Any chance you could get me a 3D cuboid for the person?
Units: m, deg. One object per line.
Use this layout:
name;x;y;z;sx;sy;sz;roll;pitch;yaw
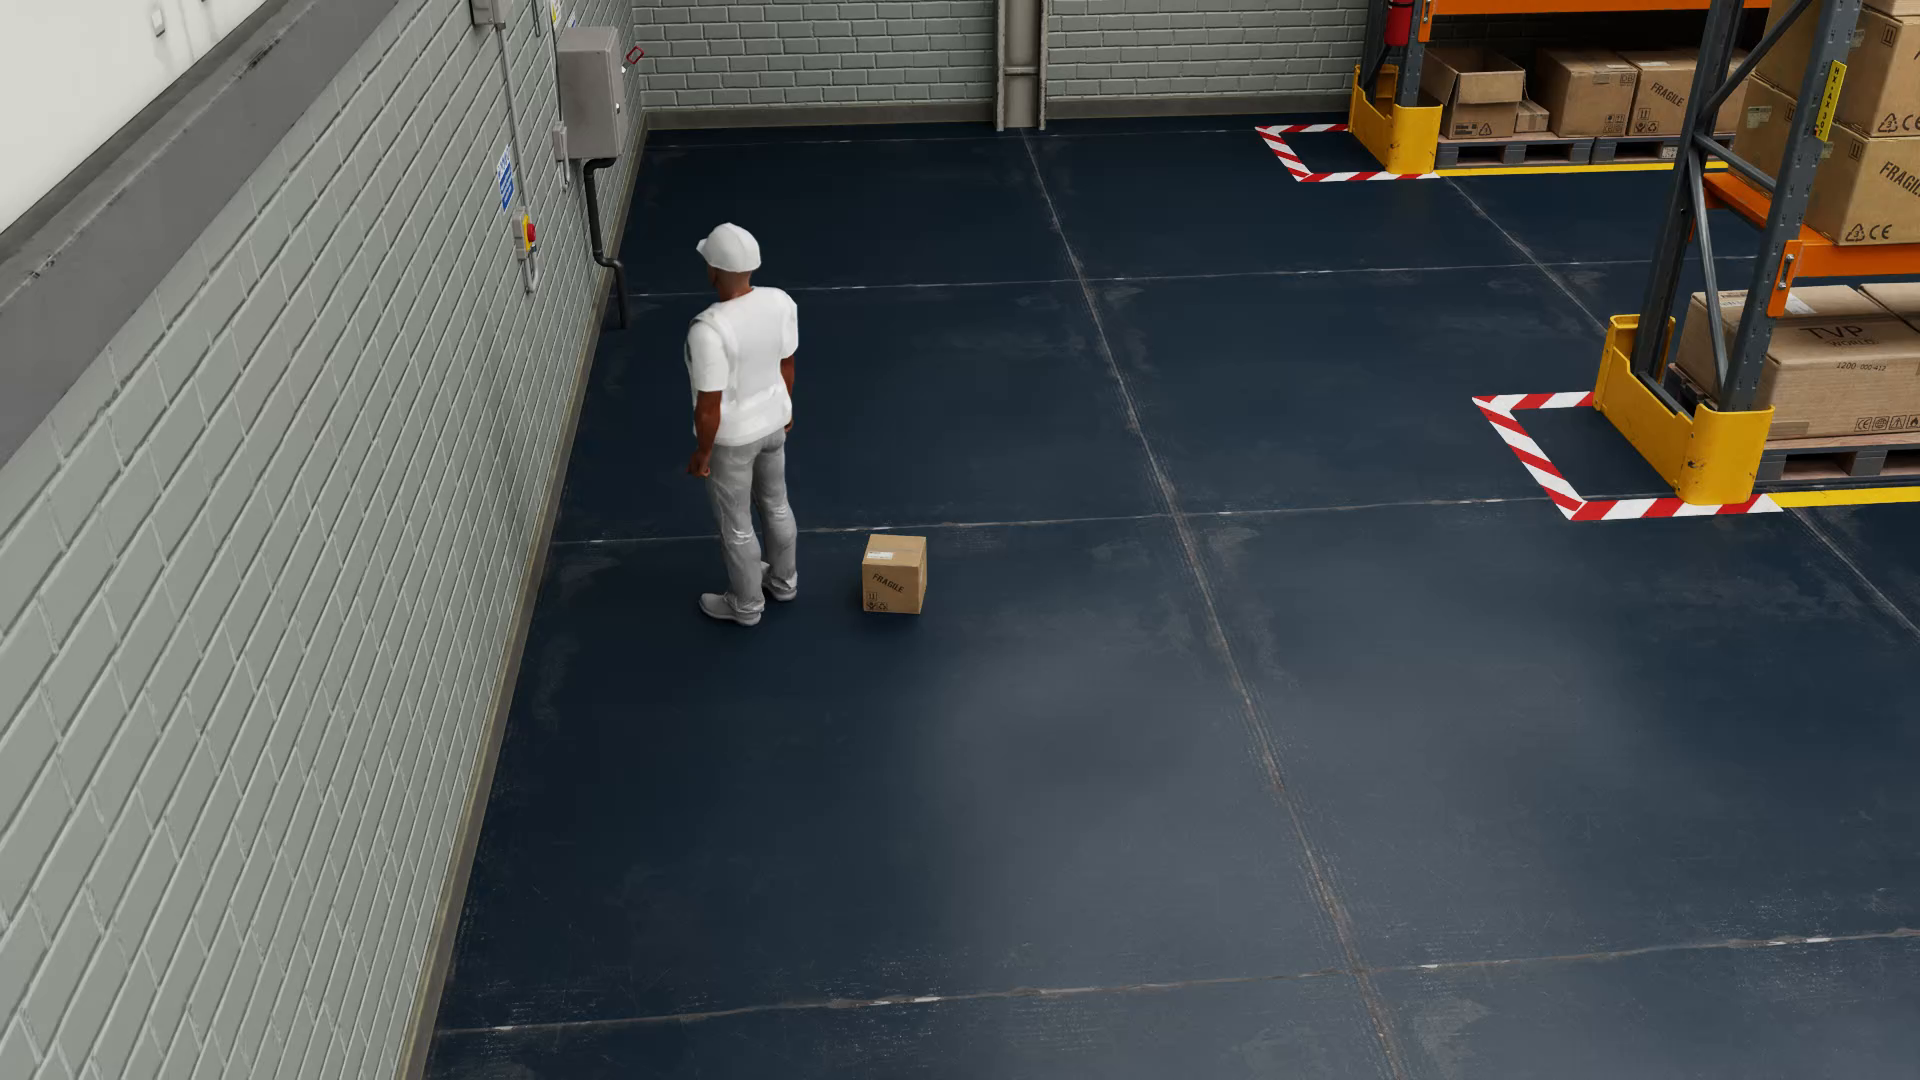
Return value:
person;-0.916;-0.465;6.882;0.386;1.770;0.545;22;37;32
